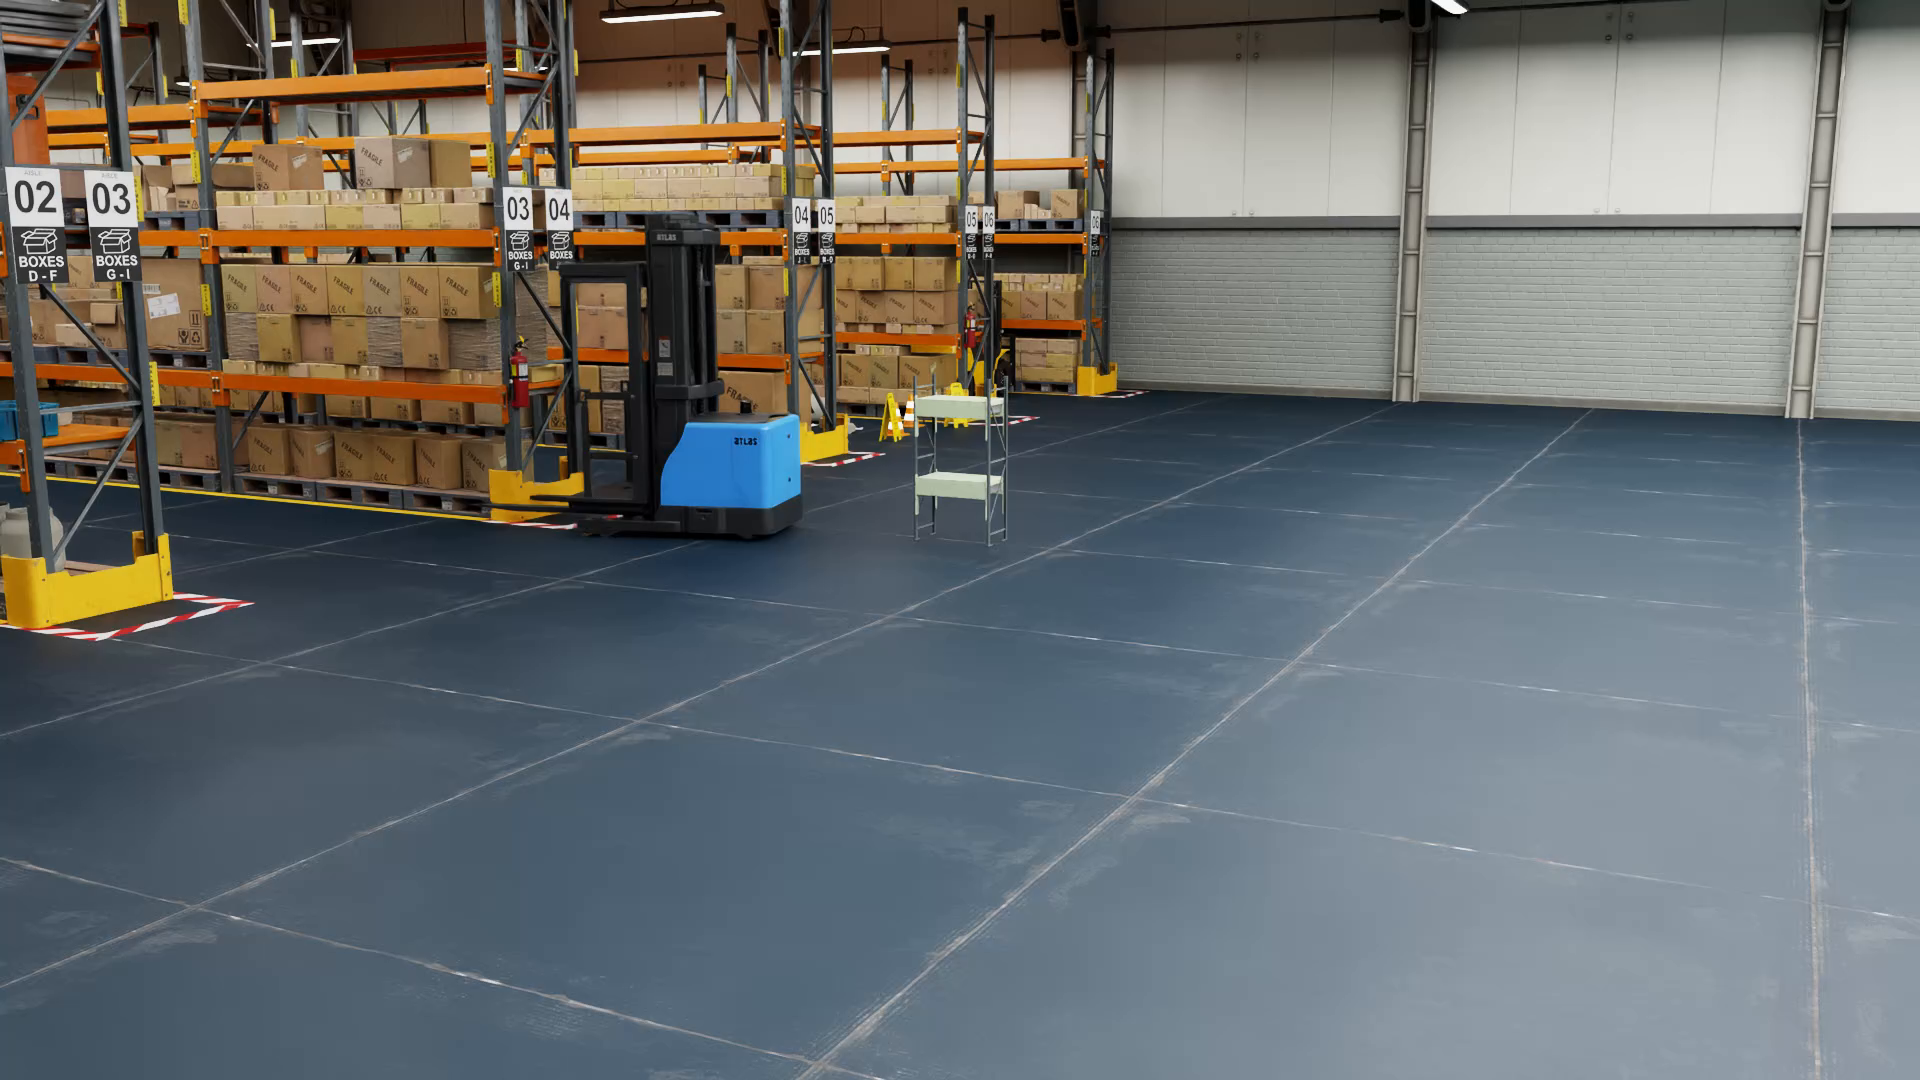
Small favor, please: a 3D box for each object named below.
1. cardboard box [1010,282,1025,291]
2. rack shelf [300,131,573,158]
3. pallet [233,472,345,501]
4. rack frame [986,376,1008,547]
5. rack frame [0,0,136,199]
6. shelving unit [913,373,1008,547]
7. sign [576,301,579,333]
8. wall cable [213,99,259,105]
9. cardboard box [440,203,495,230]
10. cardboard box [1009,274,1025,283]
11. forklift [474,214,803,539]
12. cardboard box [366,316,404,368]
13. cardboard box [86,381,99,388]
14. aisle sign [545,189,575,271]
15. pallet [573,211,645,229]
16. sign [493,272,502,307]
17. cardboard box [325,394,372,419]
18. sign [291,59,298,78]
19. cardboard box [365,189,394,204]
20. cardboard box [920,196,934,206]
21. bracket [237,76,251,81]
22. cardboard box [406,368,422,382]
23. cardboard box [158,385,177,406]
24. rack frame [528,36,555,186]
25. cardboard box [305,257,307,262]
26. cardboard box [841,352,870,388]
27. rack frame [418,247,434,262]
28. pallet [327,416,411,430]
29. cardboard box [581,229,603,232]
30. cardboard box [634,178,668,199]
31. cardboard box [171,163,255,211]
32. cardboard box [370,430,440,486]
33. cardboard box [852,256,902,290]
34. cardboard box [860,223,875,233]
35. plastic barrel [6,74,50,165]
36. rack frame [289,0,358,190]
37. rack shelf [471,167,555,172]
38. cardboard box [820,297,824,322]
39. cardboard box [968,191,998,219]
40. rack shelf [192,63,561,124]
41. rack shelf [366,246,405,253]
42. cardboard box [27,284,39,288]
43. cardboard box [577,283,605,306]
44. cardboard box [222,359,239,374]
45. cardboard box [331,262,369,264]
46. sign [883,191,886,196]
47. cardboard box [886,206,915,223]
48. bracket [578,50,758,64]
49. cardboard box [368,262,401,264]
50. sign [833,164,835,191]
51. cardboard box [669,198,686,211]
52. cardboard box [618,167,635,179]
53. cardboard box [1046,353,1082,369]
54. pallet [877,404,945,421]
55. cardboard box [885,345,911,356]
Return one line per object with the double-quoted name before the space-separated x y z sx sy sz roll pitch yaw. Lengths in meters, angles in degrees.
"cardboard box" 1.075 -4.551 29.849 0.250 0.149 0.380 5 11 24
"rack shelf" -7.238 -5.402 22.951 4.000 0.370 1.077 5 11 26
"pallet" -7.112 -0.639 18.169 1.213 0.211 1.003 5 11 26
"rack frame" 0.334 -0.709 14.934 0.023 1.500 0.400 5 11 26
"rack frame" -6.334 -3.904 11.535 0.127 3.000 1.000 5 11 26
"shelving unit" 0.006 -0.737 15.094 0.755 1.500 0.431 5 11 26
"sign" -3.903 -2.256 16.842 0.005 0.325 0.100 5 11 26
"wall cable" -16.408 -11.718 39.091 0.133 3.039 2.988 5 11 26
"cardboard box" -4.687 -3.143 16.172 0.500 0.250 0.500 5 12 27
"cardboard box" 1.066 -4.694 29.803 0.250 0.149 0.380 5 12 27
"forklift" -3.084 -1.561 15.624 3.031 2.935 1.130 2 10 11
"cardboard box" -5.554 -2.053 17.036 0.500 0.500 0.875 5 11 26
"cardboard box" -13.538 -2.435 26.252 0.250 0.149 0.380 5 11 24
"aisle sign" -3.954 -3.066 16.446 0.004 0.787 0.394 5 11 26
"pallet" -4.715 -4.209 21.890 1.213 0.211 1.003 5 11 26
"sign" -4.406 -2.382 15.828 0.005 0.325 0.100 5 11 26
"cardboard box" -8.525 -2.195 24.075 0.750 0.750 1.050 5 11 25
"sign" -9.263 -6.521 23.149 0.005 0.325 0.100 5 11 26
"cardboard box" -5.693 -3.417 16.569 0.250 0.149 0.380 4 11 23
"cardboard box" -0.406 -5.077 24.902 0.250 0.149 0.380 5 12 27
"bracket" -16.587 -10.622 38.547 0.430 0.232 0.235 5 11 26
"cardboard box" -5.384 -1.689 16.845 0.250 0.149 0.380 5 11 26
"cardboard box" -12.073 -2.349 25.627 0.500 0.500 0.500 6 12 28
"rack frame" -6.932 -6.909 28.134 0.127 3.000 1.000 5 11 26
"cardboard box" -11.819 -5.196 30.607 0.250 0.149 0.380 5 11 25
"cardboard box" -1.510 -2.652 25.895 0.500 0.500 0.500 5 11 24
"rack frame" -11.913 -5.380 36.533 0.127 3.000 1.000 5 11 26
"pallet" -8.358 -1.712 24.095 1.213 0.211 1.003 5 11 26
"cardboard box" -6.086 -5.405 27.971 0.500 0.500 0.700 5 11 26
"cardboard box" -3.770 -4.445 21.071 0.500 0.250 0.500 5 11 26
"cardboard box" -8.107 -3.845 18.160 0.637 0.503 0.797 4 11 23
"cardboard box" -5.799 -0.866 17.431 0.500 0.500 0.500 6 12 31
"cardboard box" -1.266 -4.084 25.449 0.500 0.500 0.700 5 11 25
"cardboard box" -1.337 -4.767 25.431 0.250 0.149 0.380 5 11 24
"plastic barrel" -6.826 -2.864 11.826 0.708 0.830 0.600 5 11 26
"rack frame" -9.031 -6.110 23.722 0.127 3.000 1.000 5 11 26
"rack shelf" -10.120 -7.819 35.193 4.000 0.370 1.077 5 11 26
"cardboard box" -2.168 -3.680 26.026 0.500 0.500 0.500 5 11 25
"cardboard box" 0.549 -6.047 30.045 0.637 0.503 0.797 5 12 28
"rack shelf" -5.936 -4.497 16.841 4.000 0.370 1.077 5 11 26
"rack shelf" -8.725 -5.236 29.336 4.000 0.370 1.077 5 11 26
"cardboard box" -14.550 -4.275 26.506 0.500 0.500 0.500 5 11 24
"cardboard box" -4.584 -3.389 22.077 0.550 0.550 0.875 5 11 26
"cardboard box" -7.670 -1.870 17.845 0.250 0.149 0.380 5 11 26
"cardboard box" -11.064 -4.806 30.274 0.500 0.500 0.500 5 11 25
"sign" -1.383 -6.232 30.484 0.005 0.325 0.100 5 11 26
"cardboard box" -0.780 -4.914 25.122 0.500 0.250 0.500 5 11 25
"bracket" -6.011 -9.693 33.412 4.783 0.066 0.076 5 11 26
"cardboard box" -10.252 -4.732 29.867 0.500 0.500 0.500 5 11 26
"sign" -1.606 -4.561 20.908 0.005 0.325 0.100 5 11 26
"cardboard box" -3.444 -4.208 20.881 0.250 0.149 0.380 5 11 26
"cardboard box" -4.126 -4.660 21.141 0.250 0.149 0.380 5 11 26
"cardboard box" 1.861 -3.207 29.666 0.500 0.250 0.500 5 11 25
"pallet" -0.539 -2.030 25.852 1.213 0.211 1.003 5 11 26
"cardboard box" -0.950 -2.908 25.487 0.250 0.149 0.380 5 12 27
